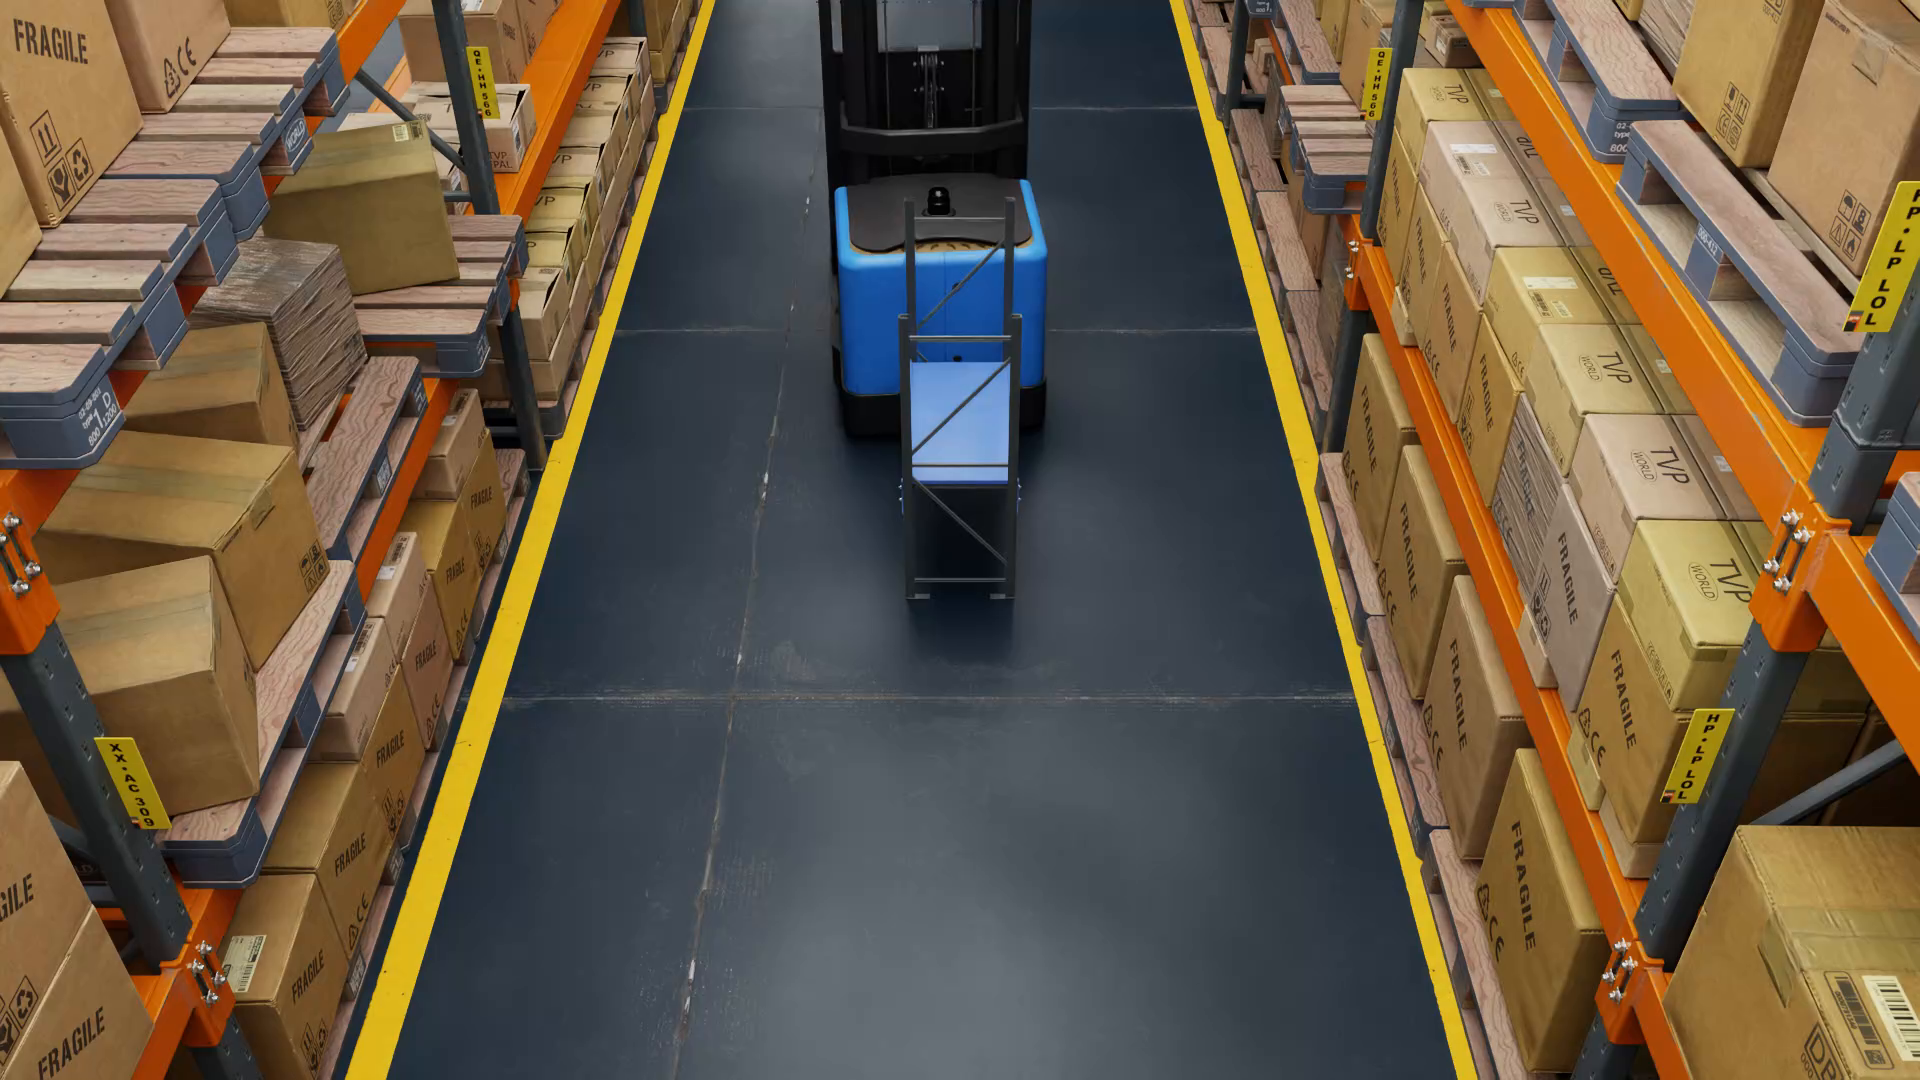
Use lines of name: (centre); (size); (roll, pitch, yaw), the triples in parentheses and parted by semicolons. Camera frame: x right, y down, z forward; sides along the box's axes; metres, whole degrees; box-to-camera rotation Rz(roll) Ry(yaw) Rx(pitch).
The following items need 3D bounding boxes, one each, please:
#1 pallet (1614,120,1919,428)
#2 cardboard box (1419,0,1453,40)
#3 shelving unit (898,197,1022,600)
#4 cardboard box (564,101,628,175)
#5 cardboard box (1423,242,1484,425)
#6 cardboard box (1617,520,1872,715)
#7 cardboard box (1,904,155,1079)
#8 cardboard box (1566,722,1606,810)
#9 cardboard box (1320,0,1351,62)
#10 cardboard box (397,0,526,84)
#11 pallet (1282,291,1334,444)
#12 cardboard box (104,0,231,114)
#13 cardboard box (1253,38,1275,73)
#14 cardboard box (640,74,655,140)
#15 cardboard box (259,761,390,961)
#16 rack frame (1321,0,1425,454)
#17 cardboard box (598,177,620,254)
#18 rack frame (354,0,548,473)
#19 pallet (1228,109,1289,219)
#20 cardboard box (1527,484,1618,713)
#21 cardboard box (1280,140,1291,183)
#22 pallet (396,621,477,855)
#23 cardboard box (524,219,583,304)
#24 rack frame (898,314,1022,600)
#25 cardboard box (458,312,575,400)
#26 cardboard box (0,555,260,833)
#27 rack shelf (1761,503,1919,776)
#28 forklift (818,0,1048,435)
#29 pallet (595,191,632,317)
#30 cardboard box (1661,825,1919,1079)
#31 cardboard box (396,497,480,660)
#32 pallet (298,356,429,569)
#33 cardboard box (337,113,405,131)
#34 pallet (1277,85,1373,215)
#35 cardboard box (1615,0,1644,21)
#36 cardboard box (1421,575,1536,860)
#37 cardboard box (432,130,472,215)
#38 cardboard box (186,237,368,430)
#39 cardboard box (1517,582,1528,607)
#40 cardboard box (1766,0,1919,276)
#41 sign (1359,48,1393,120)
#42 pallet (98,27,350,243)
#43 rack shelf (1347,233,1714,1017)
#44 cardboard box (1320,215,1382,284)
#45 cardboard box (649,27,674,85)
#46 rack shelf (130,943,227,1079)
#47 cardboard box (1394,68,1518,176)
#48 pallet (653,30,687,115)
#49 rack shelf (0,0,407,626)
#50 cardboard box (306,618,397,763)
pallet: (2.299, -0.723, 4.253); (0.805, 0.209, 1.217); (-1, 39, -2)
cardboard box: (2.299, -2.436, 7.686); (0.380, 0.149, 0.250); (-6, 39, -8)
shelving unit: (0.000, -0.639, 7.593); (0.538, 1.500, 1.048); (0, 39, 0)
cardboard box: (-2.321, -2.470, 10.093); (0.500, 0.311, 0.500); (0, 39, 0)
cardboard box: (2.080, -0.776, 6.232); (0.500, 0.500, 0.500); (0, 39, 0)
cardboard box: (2.093, 0.199, 4.415); (0.500, 0.250, 0.500); (1, 39, 1)
cardboard box: (-2.347, 1.226, 3.988); (0.500, 0.500, 0.500); (1, 39, 1)
cardboard box: (2.042, 0.667, 4.949); (0.380, 0.149, 0.250); (1, 39, 1)
cardboard box: (2.310, -2.839, 8.708); (0.700, 0.500, 0.500); (0, 39, 0)
cardboard box: (-2.627, -2.638, 8.808); (0.500, 0.500, 0.500); (-2, 39, -2)
pallet: (2.345, -0.956, 9.019); (1.003, 0.211, 1.213); (0, 39, 0)
cardboard box: (-2.536, -1.609, 4.711); (0.600, 0.600, 0.600); (-1, 39, -2)
cardboard box: (2.309, -3.457, 11.825); (0.380, 0.166, 0.250); (-5, 39, -6)
cardboard box: (-2.323, -2.882, 11.057); (0.500, 0.250, 0.500); (0, 39, 0)
cardboard box: (-2.373, 1.120, 5.847); (0.500, 0.500, 0.500); (0, 39, 1)
rack frame: (2.345, -1.555, 7.537); (1.000, 3.000, 0.127); (0, 39, 0)
cardboard box: (-2.324, -1.928, 9.866); (0.500, 0.250, 0.500); (1, 39, 1)
rack frame: (-2.609, -1.549, 7.530); (1.000, 3.000, 0.127); (0, 39, 0)
pallet: (2.342, -2.482, 10.923); (1.003, 0.211, 1.213); (0, 39, 0)
cardboard box: (2.086, 0.176, 5.044); (0.500, 0.500, 0.500); (0, 39, 0)
cardboard box: (2.408, -2.469, 10.325); (0.700, 0.500, 0.500); (-1, 39, -1)
pallet: (-2.648, 0.767, 6.870); (1.003, 0.211, 1.213); (0, 39, 0)
cardboard box: (-2.325, -1.515, 8.902); (0.500, 0.311, 0.500); (-1, 39, -1)
rack frame: (0.000, -0.321, 7.196); (0.500, 1.500, 0.032); (0, 39, 0)
cardboard box: (-2.316, -0.968, 8.668); (0.500, 0.250, 0.500); (0, 39, 0)
cardboard box: (-2.381, 0.453, 4.616); (0.700, 0.500, 0.500); (-13, 40, -15)
rack shelf: (2.351, 1.307, 2.142); (1.077, 0.370, 4.000); (0, 39, 0)
forklift: (-0.200, -2.596, 8.891); (1.130, 2.935, 3.031); (-3, 39, -4)
pallet: (-2.570, -1.737, 9.994); (1.003, 0.211, 1.213); (0, 39, 0)
cardboard box: (2.333, 1.168, 3.899); (0.980, 0.700, 0.700); (1, 39, 1)
cardboard box: (-2.373, 0.163, 7.041); (0.500, 0.500, 0.500); (-1, 39, -2)
pallet: (-2.602, -0.258, 6.073); (1.003, 0.211, 1.213); (0, 39, 0)
cardboard box: (-2.886, -2.013, 8.310); (0.380, 0.149, 0.250); (0, 39, 0)
pallet: (2.237, -1.926, 8.153); (1.213, 0.211, 1.003); (0, 39, 0)
cardboard box: (2.443, -1.956, 5.207); (0.700, 0.500, 0.500); (2, 39, 2)
cardboard box: (2.214, 0.659, 6.158); (0.750, 0.750, 0.750); (1, 39, 1)
cardboard box: (-2.566, -1.742, 7.842); (0.500, 0.311, 0.500); (2, 39, 3)
cardboard box: (-2.686, -0.786, 6.162); (0.700, 0.500, 0.500); (7, 39, 8)
cardboard box: (2.094, 0.187, 5.548); (0.380, 0.149, 0.250); (0, 39, 0)
cardboard box: (2.458, -0.985, 3.996); (0.700, 0.500, 0.500); (-2, 39, -3)
sign: (1.802, -1.970, 7.192); (0.100, 0.325, 0.005); (0, 39, 0)
pallet: (-2.539, -1.201, 4.848); (1.213, 0.211, 1.003); (0, 39, 0)
rack shelf: (2.347, -0.024, 6.202); (1.077, 0.370, 4.000); (0, 39, 0)
cardboard box: (2.407, -1.524, 9.145); (0.700, 0.500, 0.500); (0, 39, 0)
cardboard box: (-2.311, -3.432, 11.742); (0.500, 0.250, 0.500); (0, 39, 0)
rack shelf: (-2.602, 2.484, 3.073); (1.077, 0.370, 4.000); (0, 39, 0)
cardboard box: (2.087, -1.709, 6.795); (0.500, 0.250, 0.500); (1, 39, 1)
pallet: (-2.573, -3.460, 12.144); (1.003, 0.211, 1.213); (0, 39, 0)
rack shelf: (-2.607, -1.188, 5.256); (1.077, 0.370, 4.000); (0, 39, 0)
cardboard box: (-2.363, 0.535, 5.976); (0.500, 0.250, 0.500); (0, 39, 0)
